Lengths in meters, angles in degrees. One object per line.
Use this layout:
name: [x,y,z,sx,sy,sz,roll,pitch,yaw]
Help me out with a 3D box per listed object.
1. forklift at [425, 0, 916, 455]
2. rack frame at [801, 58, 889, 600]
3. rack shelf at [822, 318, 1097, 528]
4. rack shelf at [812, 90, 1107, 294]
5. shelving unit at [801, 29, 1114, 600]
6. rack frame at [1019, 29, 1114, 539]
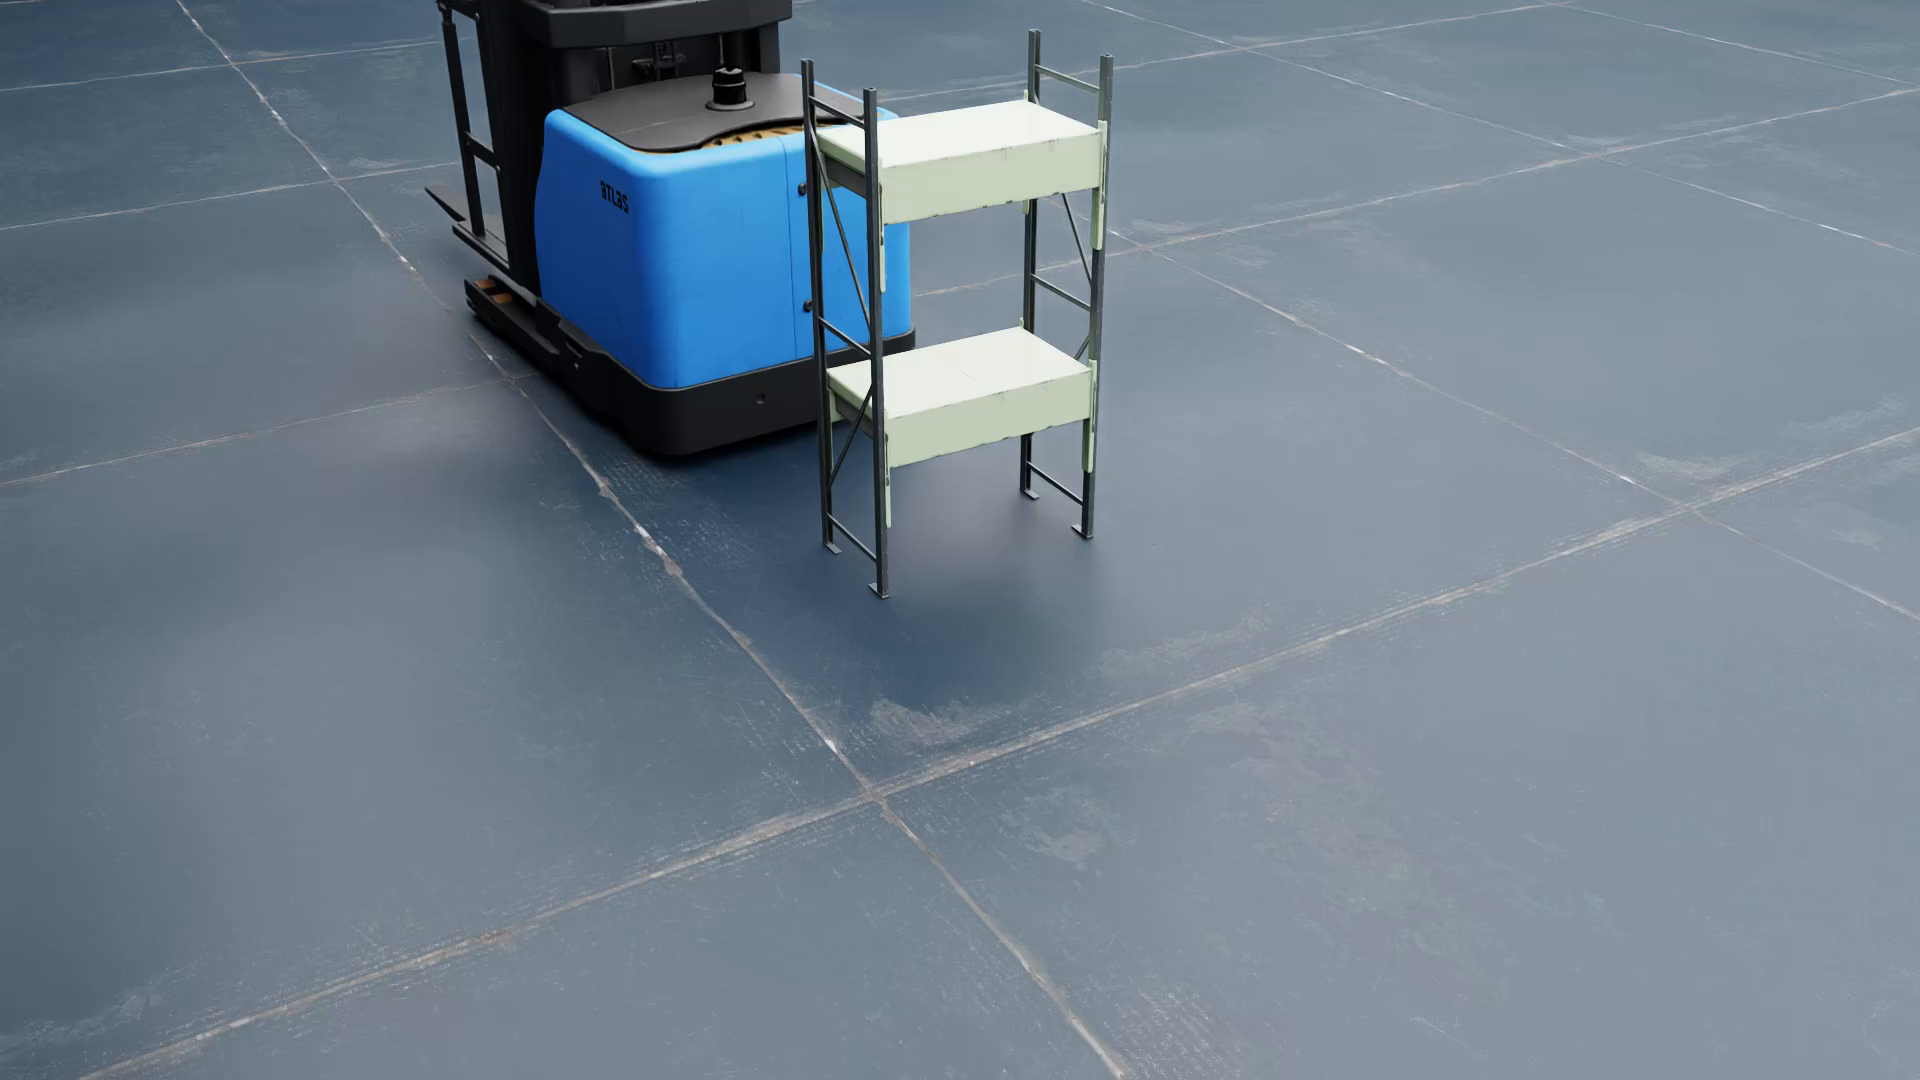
forklift: [-1.395,-2.235,6.267,1.130,2.935,3.031,-18,34,-29]
rack frame: [-0.321,-0.565,4.722,0.023,1.500,0.400,-16,33,-26]
rack shelf: [-0.006,-0.370,5.042,0.720,0.370,0.431,-16,33,-26]
rack shelf: [-0.006,-0.997,4.696,0.720,0.370,0.431,-16,33,-26]
shelving unit: [-0.006,-0.655,4.885,0.755,1.500,0.431,-16,33,-26]
rack frame: [0.310,-0.745,5.047,0.023,1.500,0.400,-16,33,-26]
